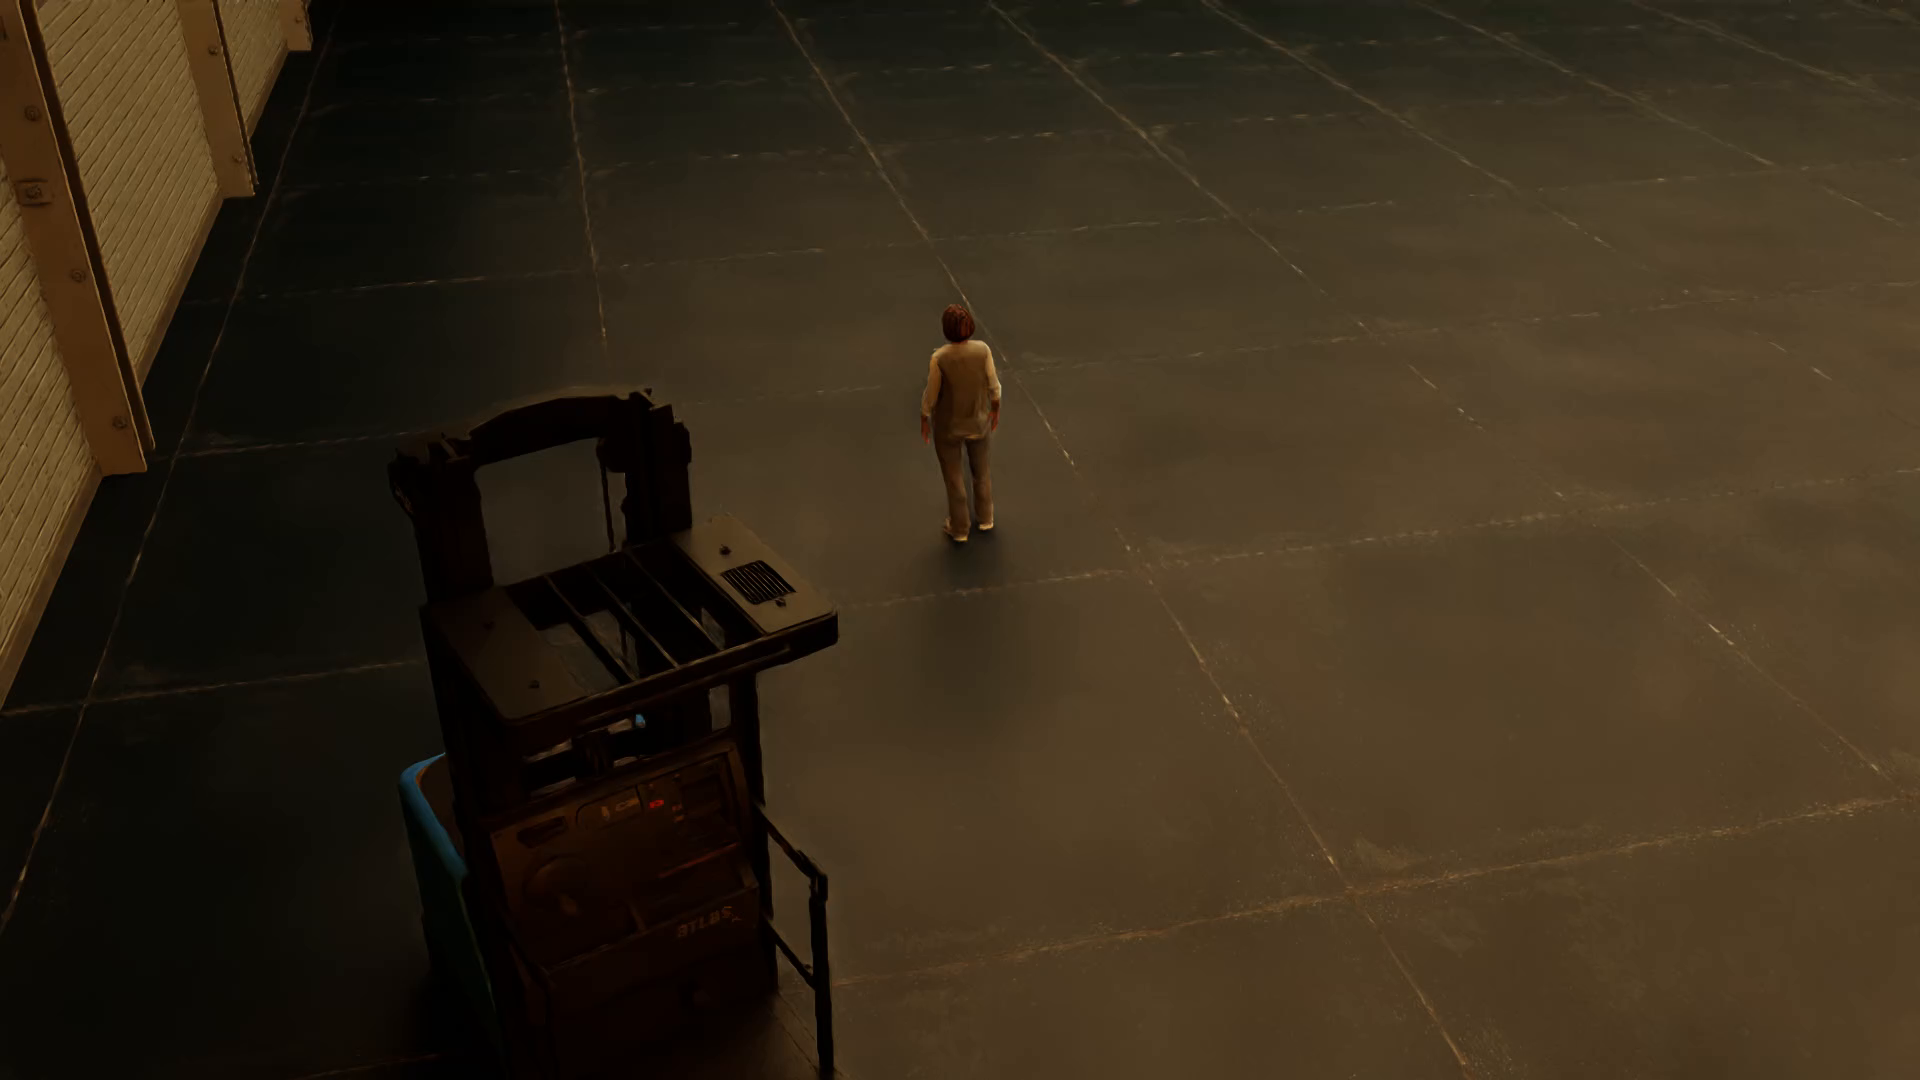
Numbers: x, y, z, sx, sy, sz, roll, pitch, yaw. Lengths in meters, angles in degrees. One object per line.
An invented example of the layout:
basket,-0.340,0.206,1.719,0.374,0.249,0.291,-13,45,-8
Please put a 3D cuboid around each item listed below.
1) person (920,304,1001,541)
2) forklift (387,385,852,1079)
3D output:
person,-0.004,-0.729,10.165,0.521,1.583,0.474,-7,31,-12
forklift,-1.067,1.070,5.726,1.130,2.935,3.031,-18,35,-29
